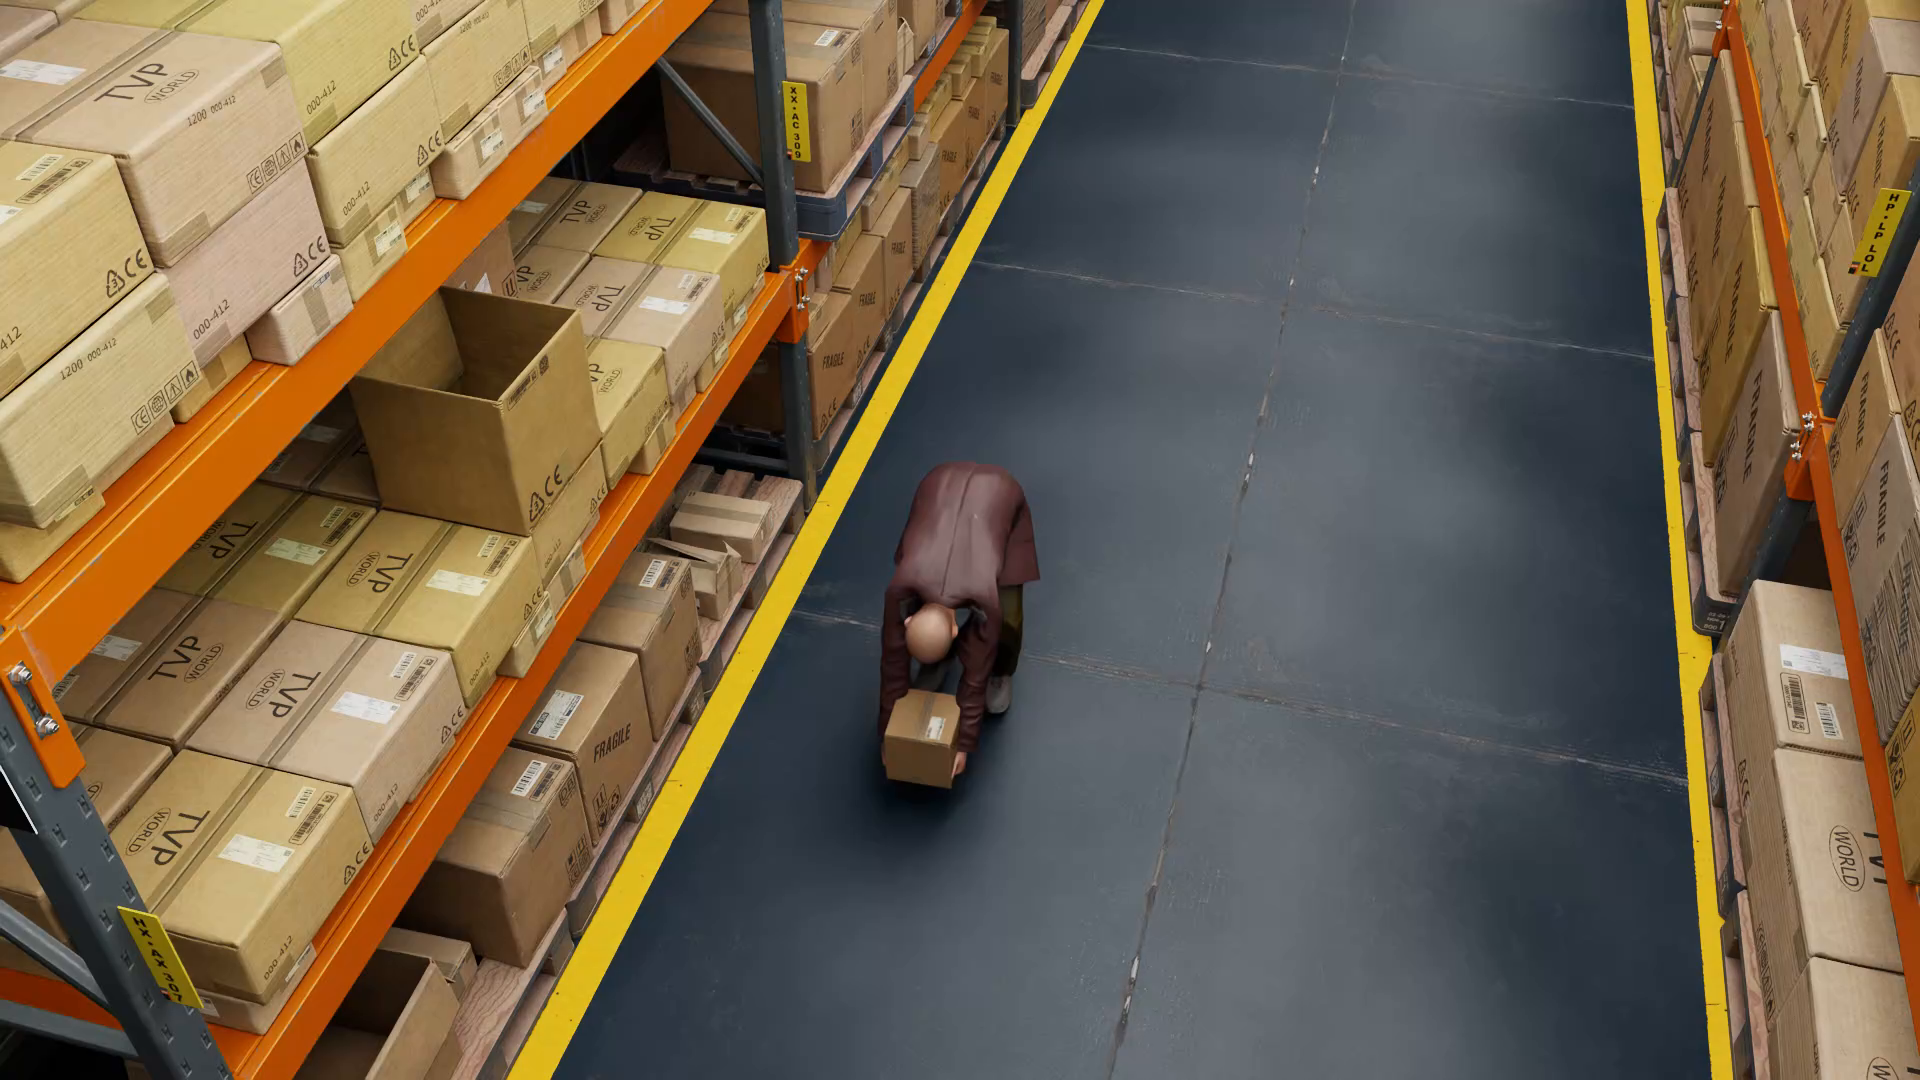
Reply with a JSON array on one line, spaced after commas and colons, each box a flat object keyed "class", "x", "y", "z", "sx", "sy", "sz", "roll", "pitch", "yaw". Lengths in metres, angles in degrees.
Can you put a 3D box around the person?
[{"class": "person", "x": -0.017, "y": 0.304, "z": 6.372, "sx": 0.585, "sy": 1.048, "sz": 0.978, "roll": 8, "pitch": 41, "yaw": 10}]
